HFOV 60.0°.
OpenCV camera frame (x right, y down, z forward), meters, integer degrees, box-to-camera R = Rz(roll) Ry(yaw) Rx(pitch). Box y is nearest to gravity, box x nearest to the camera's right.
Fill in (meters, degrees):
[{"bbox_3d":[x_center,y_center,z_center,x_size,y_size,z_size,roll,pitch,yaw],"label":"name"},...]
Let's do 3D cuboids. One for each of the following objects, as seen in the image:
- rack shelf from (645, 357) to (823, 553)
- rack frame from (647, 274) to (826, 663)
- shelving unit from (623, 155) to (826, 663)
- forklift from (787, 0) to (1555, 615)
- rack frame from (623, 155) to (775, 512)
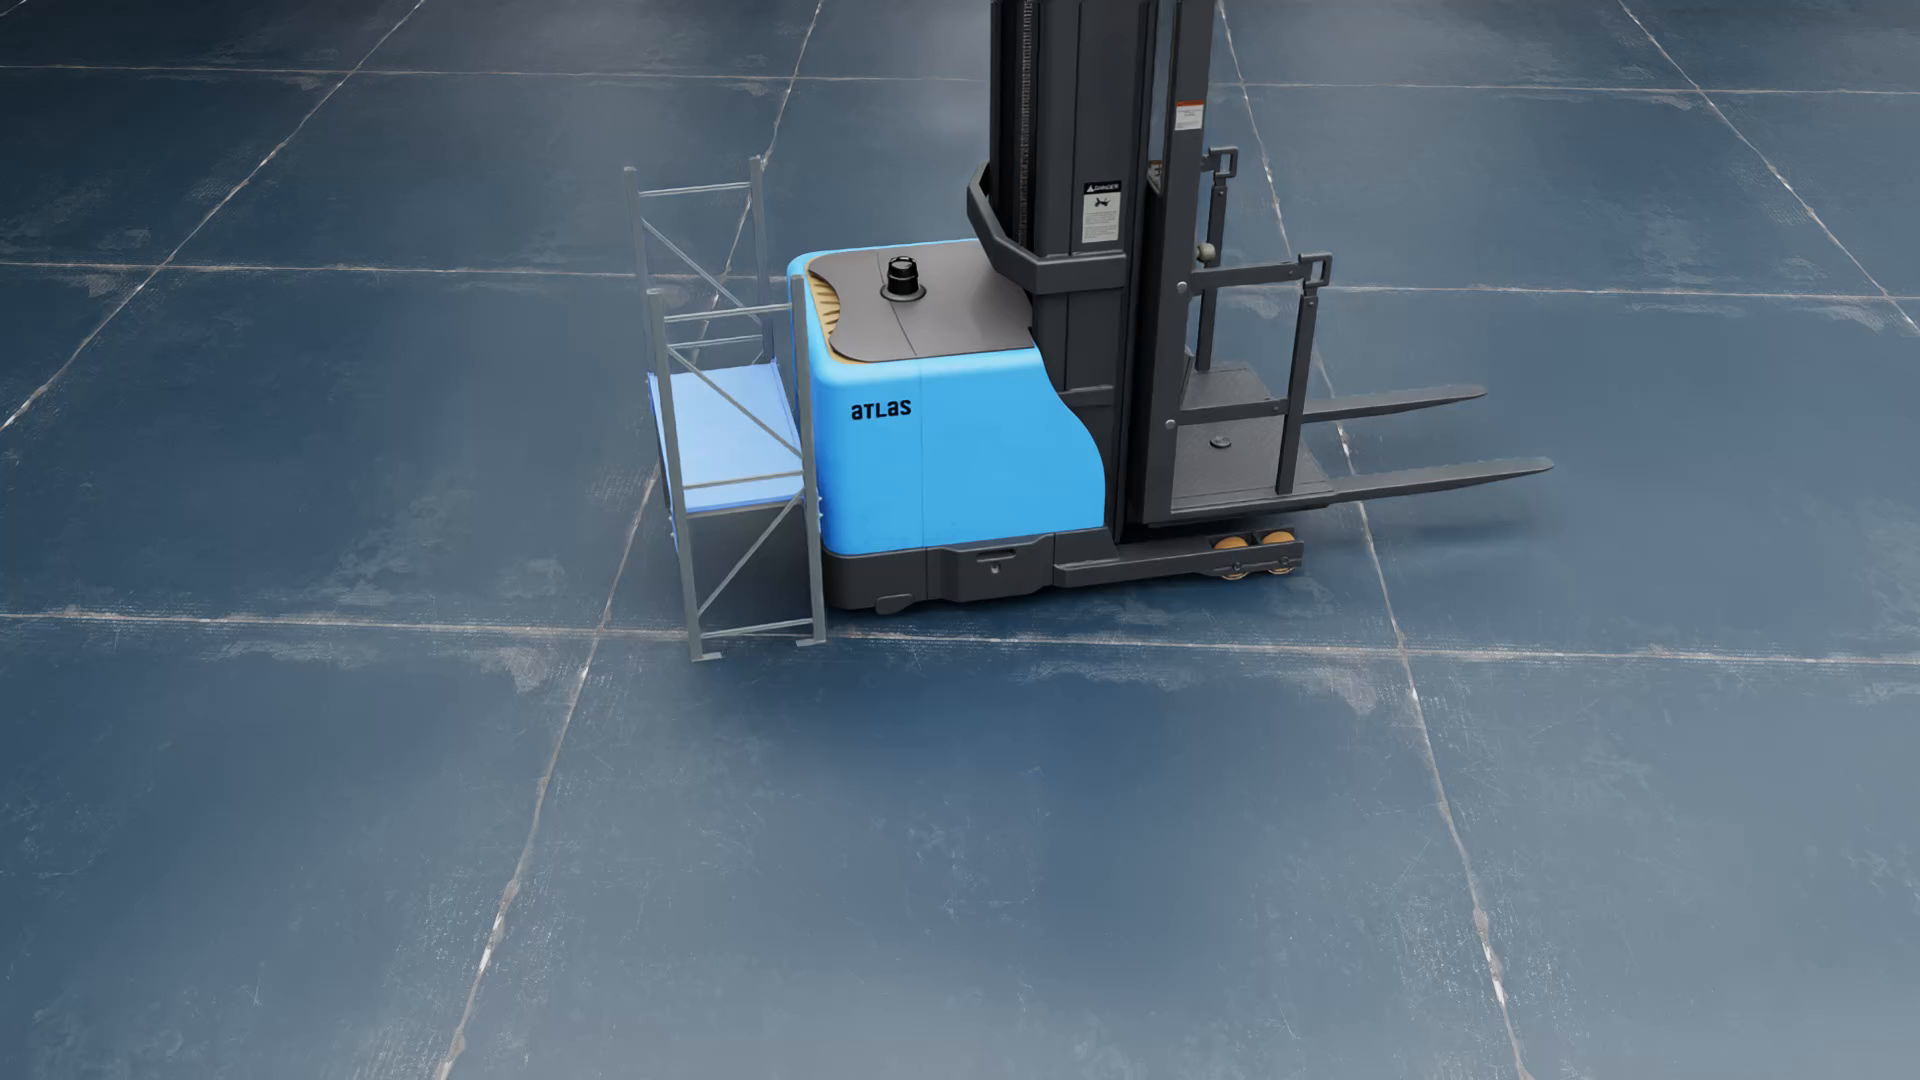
[{"bbox_3d":[-0.865,-0.341,6.244,0.538,0.185,1.000,-8,36,-11],"label":"rack shelf"},{"bbox_3d":[-0.746,-0.204,5.736,0.500,1.500,0.032,-8,36,-11],"label":"rack frame"},{"bbox_3d":[-0.865,-0.488,6.140,0.538,1.500,1.048,-8,36,-11],"label":"shelving unit"},{"bbox_3d":[0.884,-1.335,6.100,3.031,2.935,1.130,-7,36,-9],"label":"forklift"},{"bbox_3d":[-0.984,-0.772,6.545,0.500,1.500,0.032,-8,36,-11],"label":"rack frame"}]
